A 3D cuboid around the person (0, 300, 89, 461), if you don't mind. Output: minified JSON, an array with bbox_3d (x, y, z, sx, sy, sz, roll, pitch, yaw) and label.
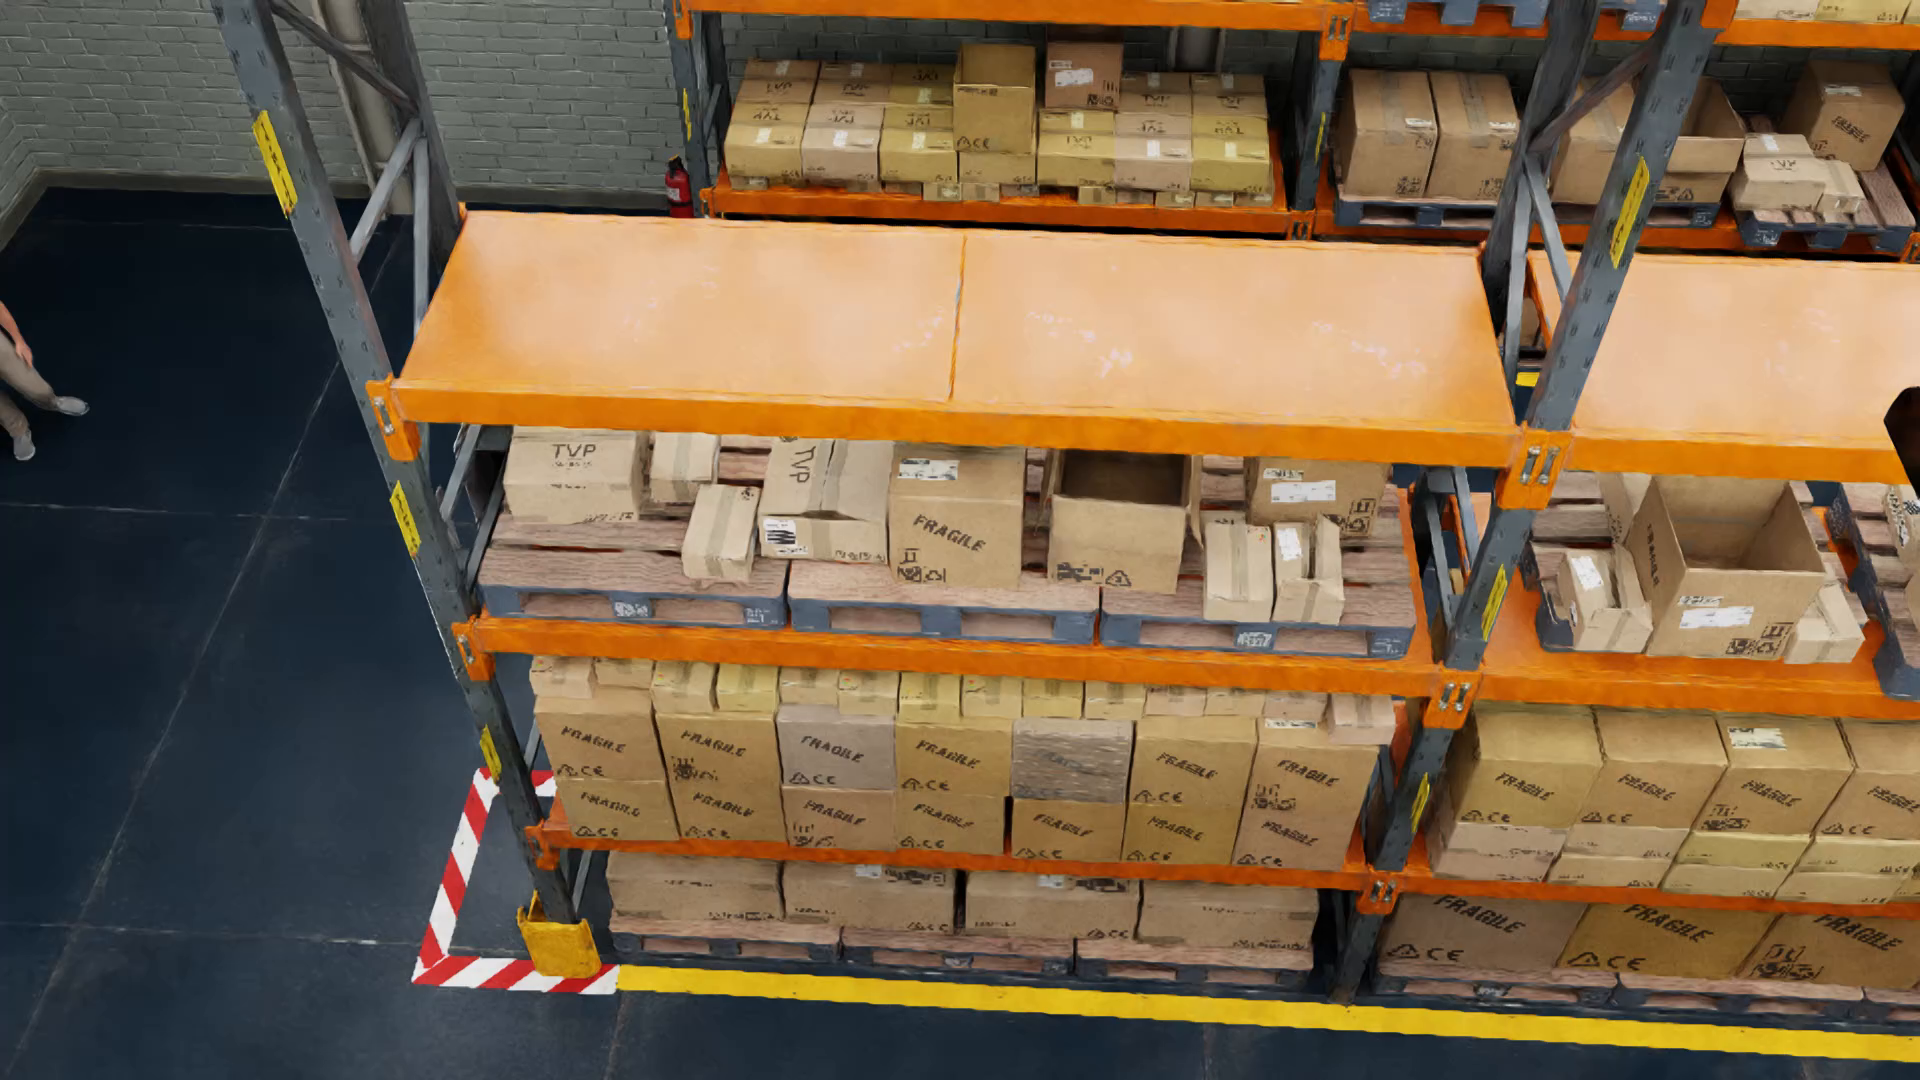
[{"bbox_3d":[-6.273,-1.252,10.704,0.714,1.718,0.497,-21,51,-18],"label":"person"}]
